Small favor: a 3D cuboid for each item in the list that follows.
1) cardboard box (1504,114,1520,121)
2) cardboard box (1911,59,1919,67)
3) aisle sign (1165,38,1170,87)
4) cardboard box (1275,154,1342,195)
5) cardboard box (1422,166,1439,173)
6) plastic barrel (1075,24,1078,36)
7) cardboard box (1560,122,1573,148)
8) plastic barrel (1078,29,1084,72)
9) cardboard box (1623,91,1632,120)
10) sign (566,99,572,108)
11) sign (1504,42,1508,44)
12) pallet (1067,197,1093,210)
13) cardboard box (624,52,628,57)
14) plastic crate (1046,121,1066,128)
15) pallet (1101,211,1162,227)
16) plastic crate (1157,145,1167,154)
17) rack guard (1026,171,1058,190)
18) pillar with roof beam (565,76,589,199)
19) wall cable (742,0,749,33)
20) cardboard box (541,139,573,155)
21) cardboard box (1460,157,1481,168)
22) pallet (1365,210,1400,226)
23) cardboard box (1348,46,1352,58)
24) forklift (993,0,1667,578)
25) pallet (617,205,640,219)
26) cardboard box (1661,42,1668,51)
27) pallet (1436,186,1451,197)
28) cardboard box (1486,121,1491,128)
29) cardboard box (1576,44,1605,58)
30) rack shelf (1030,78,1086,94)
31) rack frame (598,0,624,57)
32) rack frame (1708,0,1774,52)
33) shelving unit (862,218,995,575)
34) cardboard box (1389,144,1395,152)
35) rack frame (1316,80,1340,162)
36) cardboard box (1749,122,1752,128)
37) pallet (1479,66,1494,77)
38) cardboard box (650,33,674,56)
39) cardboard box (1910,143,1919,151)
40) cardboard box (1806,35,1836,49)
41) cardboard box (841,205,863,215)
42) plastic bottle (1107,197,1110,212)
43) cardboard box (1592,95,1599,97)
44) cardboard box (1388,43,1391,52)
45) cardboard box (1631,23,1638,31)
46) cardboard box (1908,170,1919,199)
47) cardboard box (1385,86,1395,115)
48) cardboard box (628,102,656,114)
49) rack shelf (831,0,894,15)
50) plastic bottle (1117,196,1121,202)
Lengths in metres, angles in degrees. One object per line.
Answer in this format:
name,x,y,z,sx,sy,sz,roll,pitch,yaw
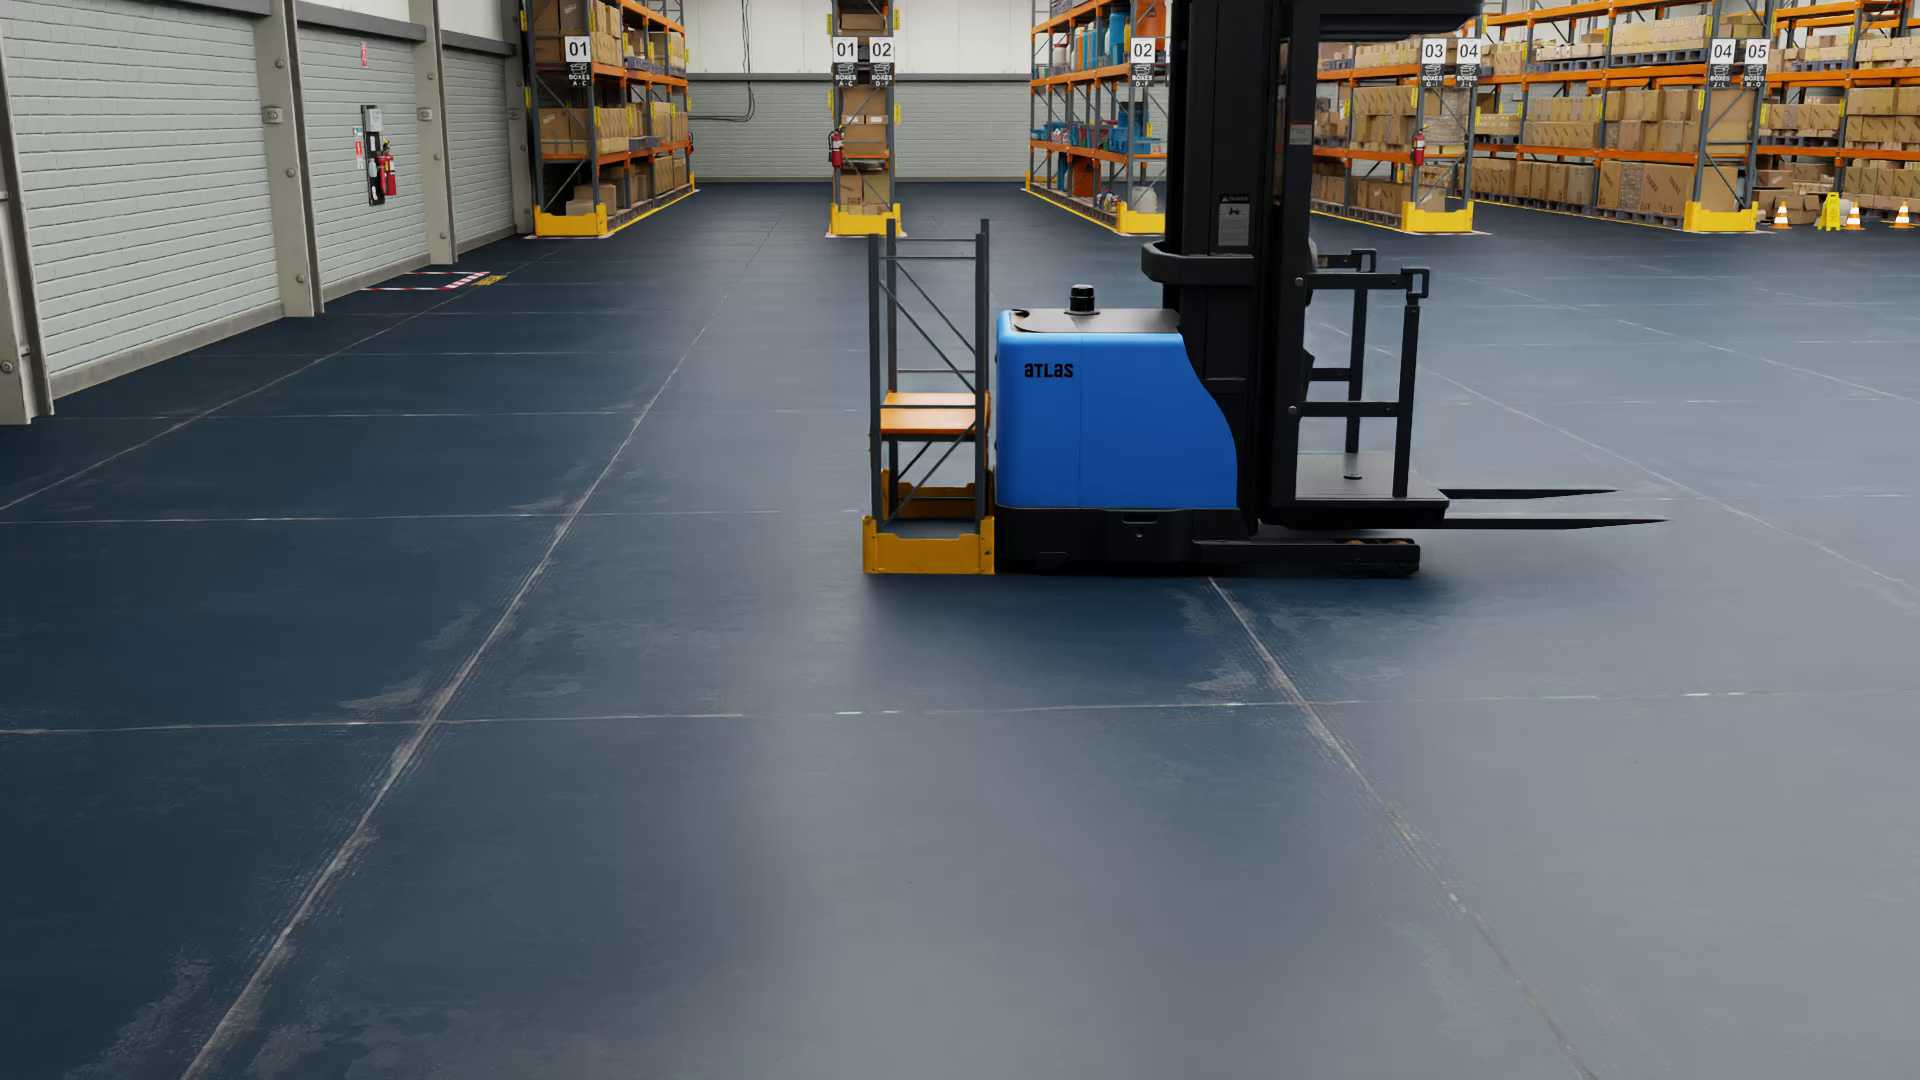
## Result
cardboard box,12.259,-9.336,36.758,0.380,0.149,0.250,-1,15,-6
cardboard box,17.736,-8.760,30.536,0.380,0.149,0.250,-1,14,-4
aisle sign,3.639,-7.979,27.801,0.394,0.787,0.004,-1,14,-3
cardboard box,7.768,-8.146,37.087,1.225,0.875,0.875,-2,15,-6
cardboard box,12.046,-9.489,42.570,0.380,0.149,0.250,-1,14,-3
plastic barrel,2.858,-11.195,37.647,0.600,0.901,0.708,-1,14,-3
cardboard box,12.633,-8.282,33.993,0.500,0.500,0.500,-1,14,-3
plastic barrel,2.722,-10.013,34.043,0.600,0.830,0.708,-1,14,-3
cardboard box,13.134,-8.224,31.504,0.875,0.550,0.550,-1,14,-3
sign,-7.347,-8.127,31.268,0.100,0.325,0.005,-1,14,-3
sign,13.053,-11.749,39.823,0.100,0.325,0.005,-1,14,-3
pallet,2.856,-7.179,35.506,1.003,0.211,1.213,-1,14,-3
cardboard box,-6.824,-9.724,32.736,0.500,0.500,0.500,-1,14,-5
plastic crate,2.558,-10.678,43.318,0.616,0.435,0.499,-1,14,-3
pallet,3.173,-5.906,30.557,1.003,0.211,1.213,-1,14,-3
plastic crate,3.608,-6.833,29.094,0.298,0.136,0.250,-1,14,-3
rack guard,2.337,-9.508,43.976,1.175,0.500,0.348,-1,14,-3
pillar with roof beam,-3.527,-11.205,33.517,9.100,9.000,0.400,-1,14,-3
wall cable,-4.830,-15.861,47.709,3.097,2.526,0.112,-1,14,-3
cardboard box,-6.768,-6.631,28.039,0.500,0.250,0.500,-1,14,-3
cardboard box,12.281,-9.014,39.709,0.500,0.250,0.500,-2,15,-6
pallet,8.194,-5.984,30.859,1.003,0.211,1.213,-1,14,-3
cardboard box,7.880,-9.628,32.834,0.396,0.266,0.258,0,14,-1
forklift,1.676,-1.384,7.522,3.031,2.935,1.130,0,14,1
pallet,-6.843,-6.418,32.549,1.003,0.211,1.213,-1,14,-3
cardboard box,12.806,-8.838,29.796,0.380,0.149,0.250,-1,14,-3
pallet,12.422,-8.662,41.268,1.003,0.211,1.213,-1,14,-3
cardboard box,12.197,-9.448,37.793,0.380,0.149,0.250,-1,14,-4
cardboard box,12.699,-9.792,33.301,0.500,0.250,0.500,-1,14,-4
rack shelf,2.475,-11.320,41.425,1.077,0.370,4.000,-1,14,-3
rack frame,-6.793,-10.481,30.701,1.000,3.000,0.127,-1,14,-3
rack frame,13.243,-9.767,27.926,1.000,3.000,0.127,-1,14,-3
shelving unit,-0.123,-0.708,7.768,0.587,1.500,1.083,0,14,2
cardboard box,7.969,-7.067,29.976,0.380,0.149,0.250,-1,14,-3
rack frame,7.790,-8.799,36.207,1.000,3.000,0.127,-1,14,-3
cardboard box,17.478,-9.233,36.251,0.500,0.500,0.500,-1,14,-5
pallet,12.499,-10.794,38.317,1.213,0.211,1.003,-1,14,-3
cardboard box,-7.053,-11.742,39.374,0.500,0.500,0.500,-1,14,-4
cardboard box,17.791,-7.248,30.681,0.380,0.149,0.250,-1,14,-4
cardboard box,17.681,-10.179,34.003,0.500,0.250,0.500,-1,14,-3
cardboard box,-1.930,-5.658,28.674,0.500,0.250,0.500,-1,14,-3
plastic bottle,2.794,-6.175,30.590,0.152,0.276,0.135,-1,14,-5
cardboard box,16.931,-11.696,43.956,0.380,0.149,0.250,-1,14,-2
cardboard box,7.913,-8.840,29.845,0.380,0.149,0.250,-2,15,-6
cardboard box,12.727,-9.540,30.925,0.380,0.149,0.250,-1,14,-4
cardboard box,17.831,-6.523,30.528,0.500,0.500,0.500,0,14,-1
cardboard box,7.940,-7.868,29.783,0.500,0.500,0.500,-1,14,-3
cardboard box,-6.814,-9.259,35.652,0.500,0.250,0.500,-1,14,-2
rack shelf,-1.725,-9.519,29.208,1.077,0.370,4.000,-1,14,-3
plastic bottle,2.909,-6.146,30.462,0.061,0.283,0.133,-1,14,-3
